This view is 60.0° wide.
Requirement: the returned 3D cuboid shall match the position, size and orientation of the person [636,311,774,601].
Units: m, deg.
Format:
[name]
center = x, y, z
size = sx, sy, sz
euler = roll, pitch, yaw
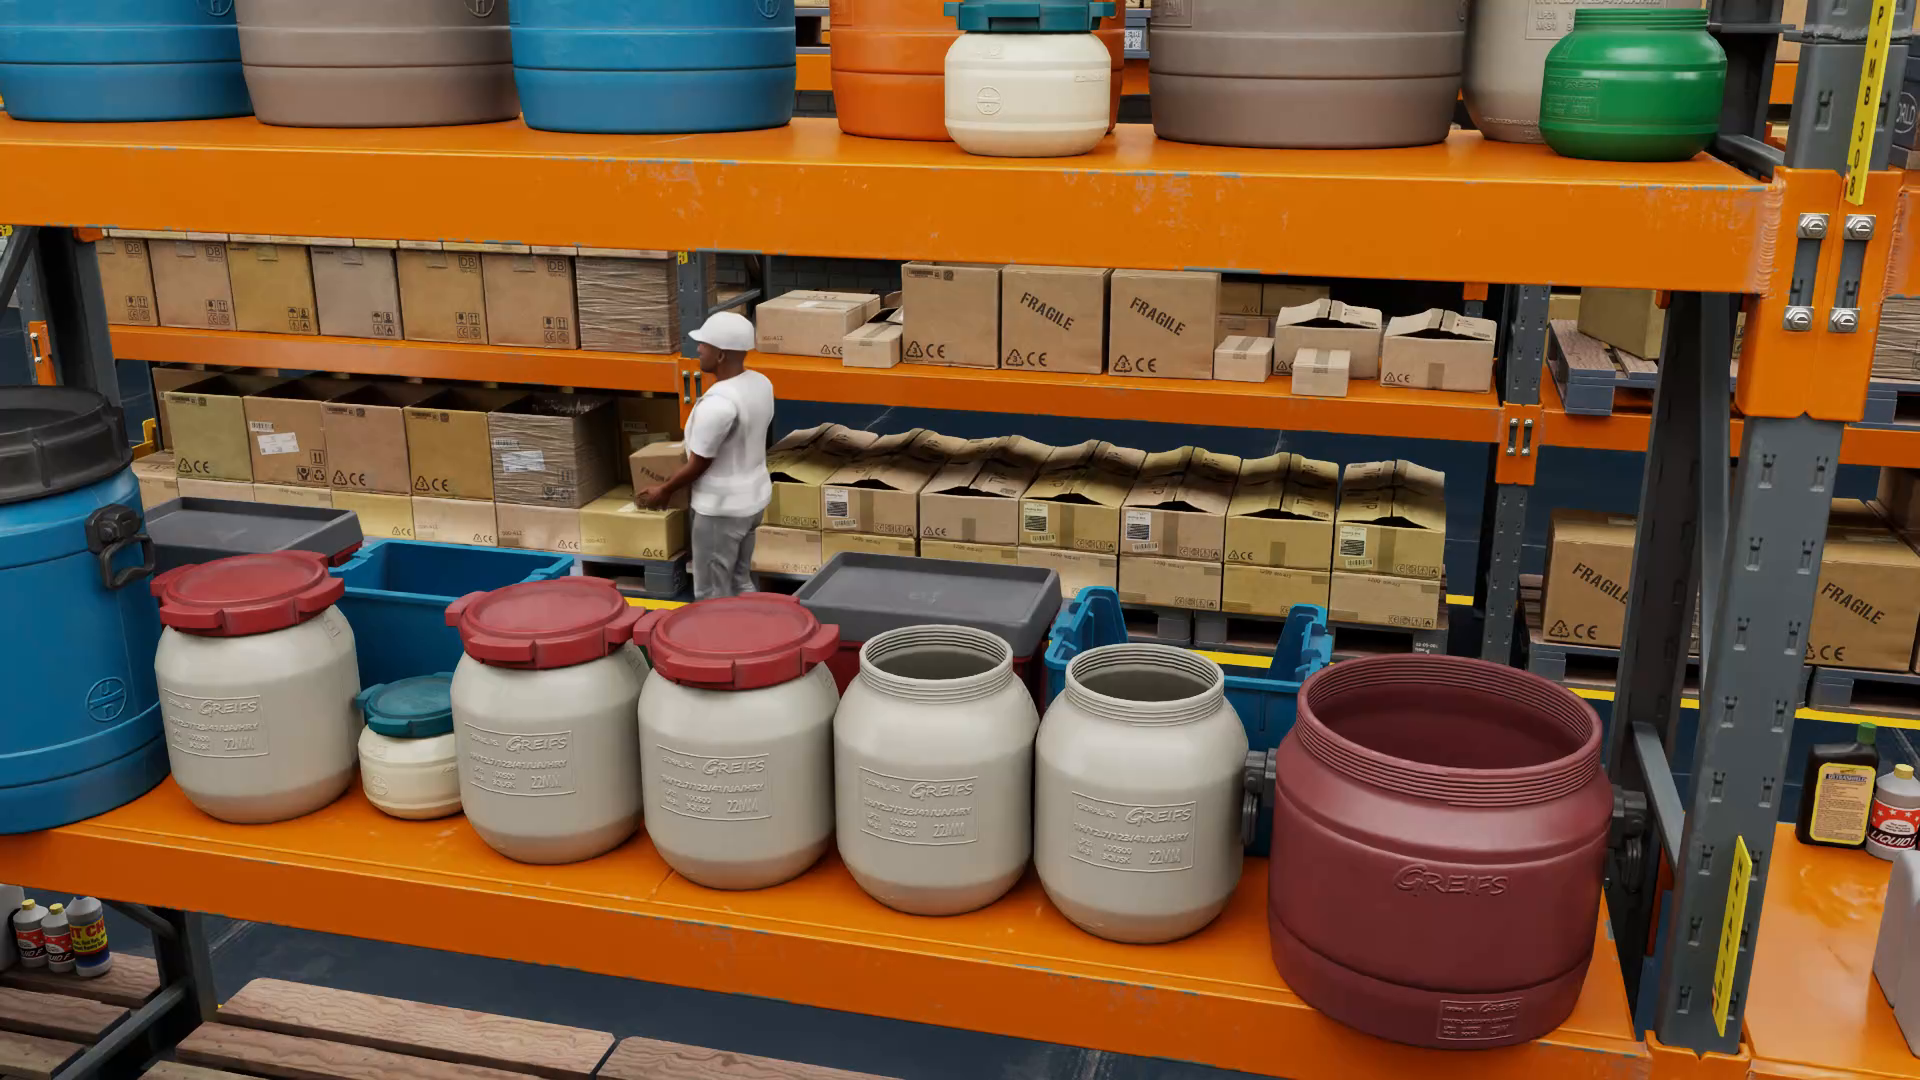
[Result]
[person]
center = -1.135, -0.157, 7.495
size = 0.567, 1.769, 0.528
euler = 4, 19, 13
